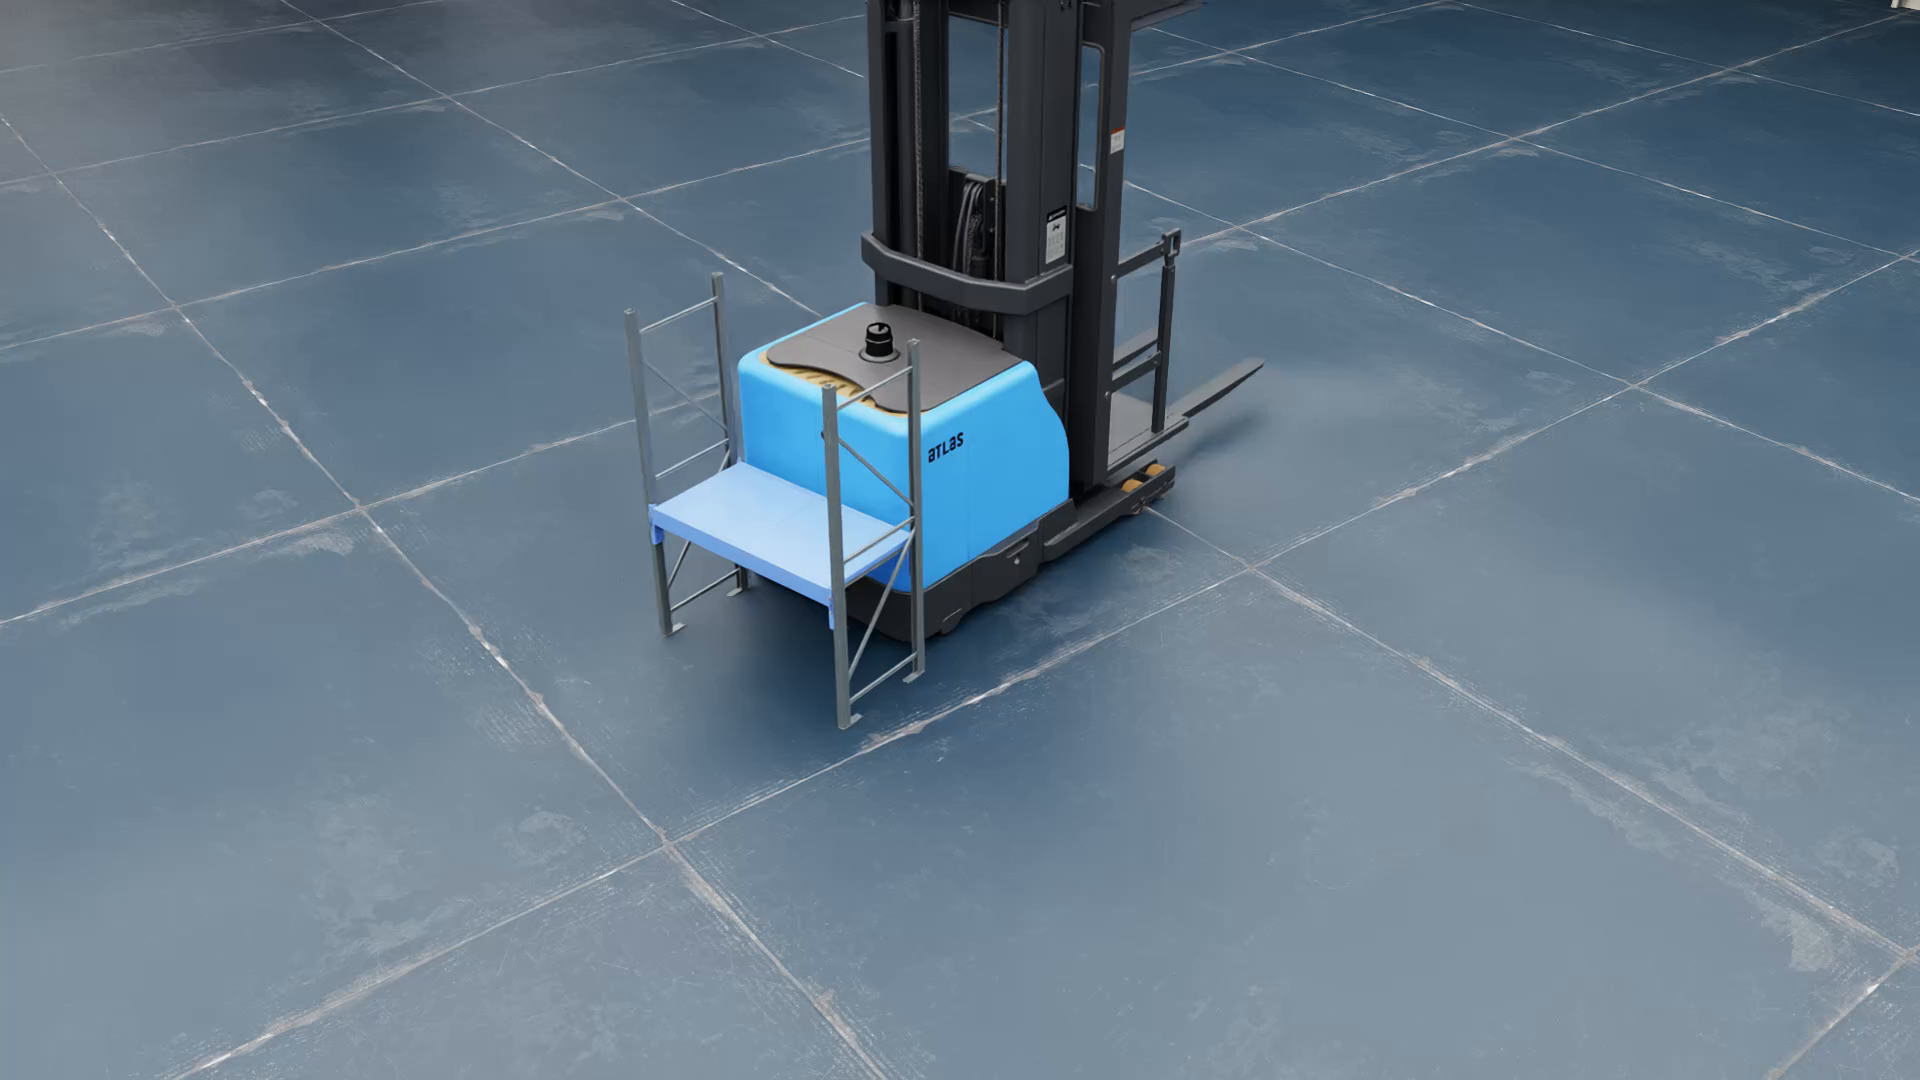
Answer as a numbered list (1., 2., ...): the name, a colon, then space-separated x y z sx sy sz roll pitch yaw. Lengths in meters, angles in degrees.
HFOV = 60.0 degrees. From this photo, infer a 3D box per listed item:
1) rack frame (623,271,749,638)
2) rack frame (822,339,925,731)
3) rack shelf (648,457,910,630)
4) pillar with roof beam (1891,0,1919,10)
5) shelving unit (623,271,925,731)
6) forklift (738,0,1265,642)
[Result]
1. rack frame: -1.109 -0.327 6.855 0.032 1.500 0.500 23 38 32
2. rack frame: -0.313 0.007 6.317 0.032 1.500 0.500 23 38 32
3. rack shelf: -0.711 -0.007 6.681 1.000 0.185 0.538 23 38 32
4. pillar with roof beam: 5.810 -7.539 11.359 9.100 9.000 0.400 -22 38 -31
5. shelving unit: -0.711 -0.160 6.586 1.048 1.500 0.538 23 38 32
6. forklift: 0.392 -1.523 7.424 1.130 2.935 3.031 24 39 34
